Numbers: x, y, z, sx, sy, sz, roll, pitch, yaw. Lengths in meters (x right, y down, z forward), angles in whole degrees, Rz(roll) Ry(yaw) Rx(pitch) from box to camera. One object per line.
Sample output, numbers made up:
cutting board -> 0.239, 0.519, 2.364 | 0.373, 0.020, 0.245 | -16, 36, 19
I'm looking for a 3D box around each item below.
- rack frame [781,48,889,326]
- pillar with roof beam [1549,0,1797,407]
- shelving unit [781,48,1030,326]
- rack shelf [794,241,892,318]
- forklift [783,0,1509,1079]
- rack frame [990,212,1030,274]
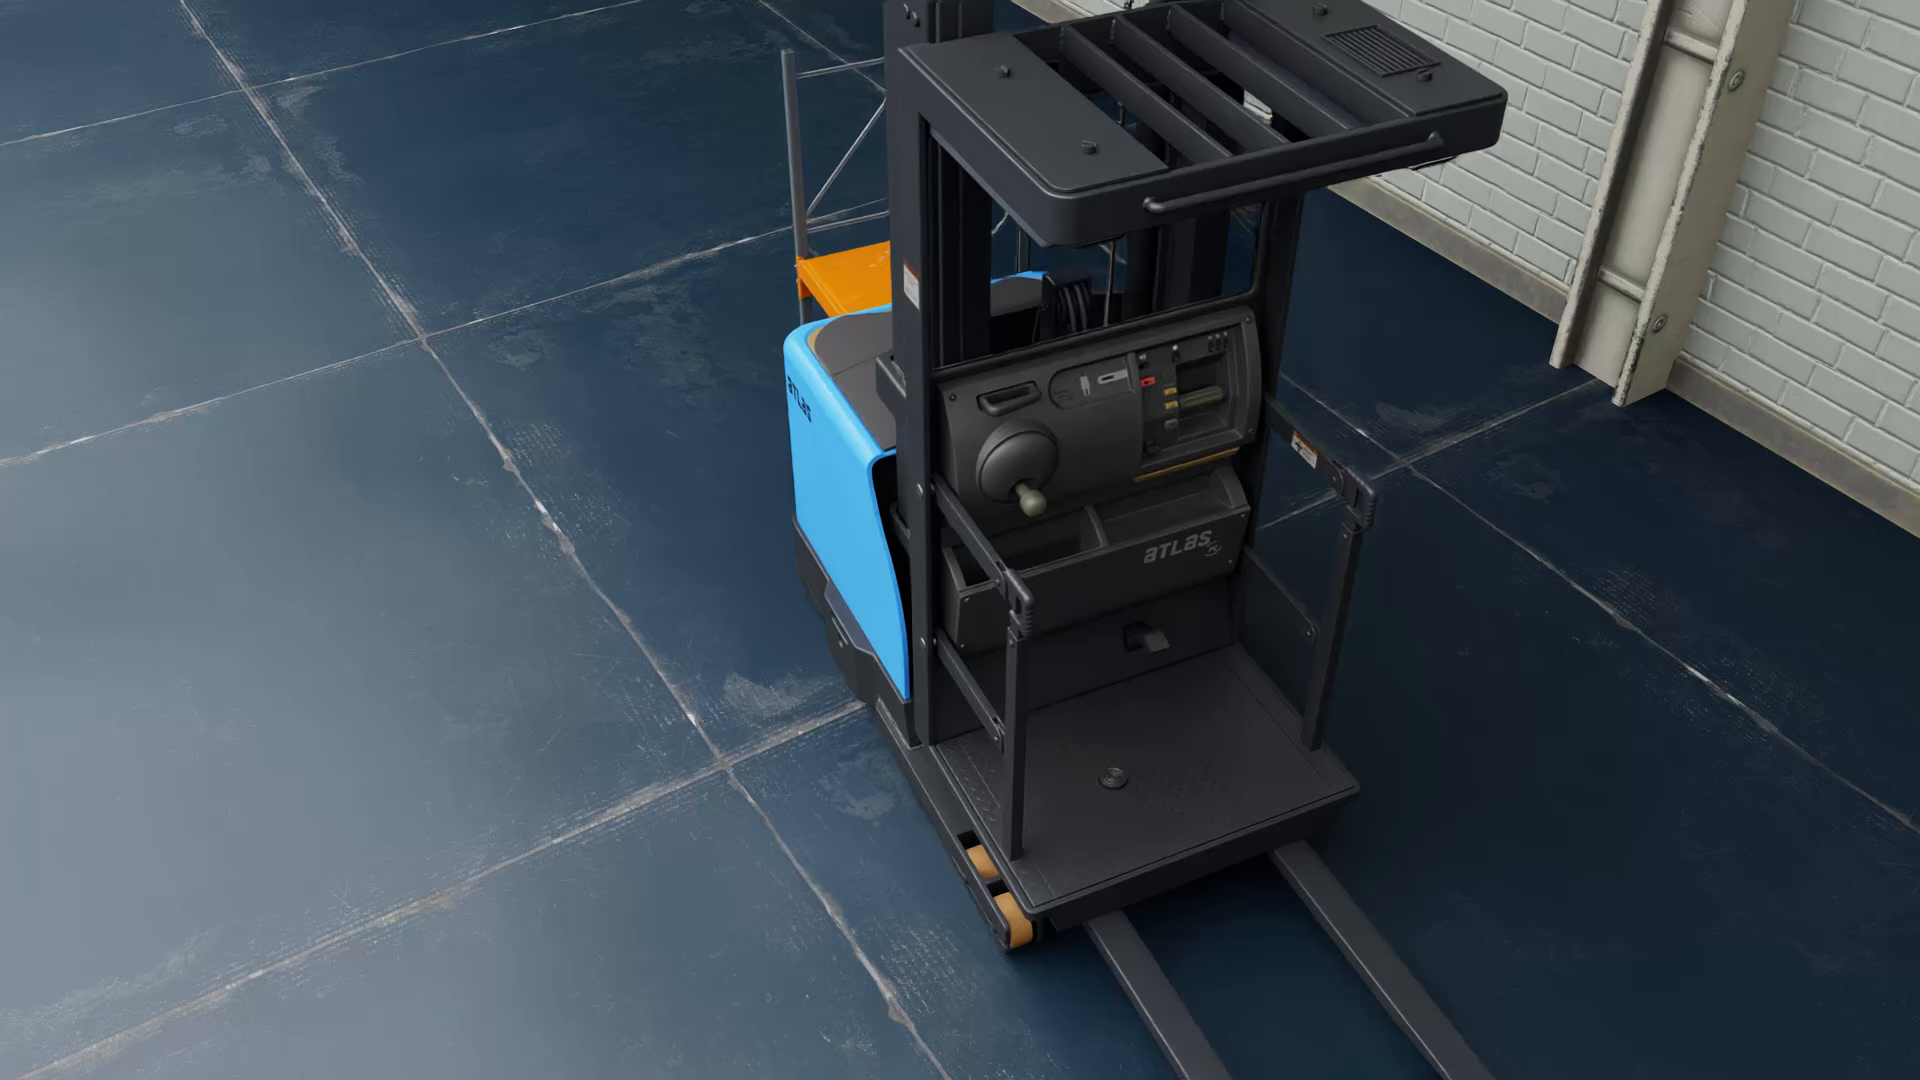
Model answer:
rack frame -> -0.417, -1.261, 6.592 | 0.500, 1.500, 0.032 | -16, 43, -19
pillar with roof beam -> -0.859, -2.685, 2.443 | 9.100, 9.000, 0.400 | -22, 45, -24
shelving unit -> -0.202, -0.960, 6.230 | 0.587, 1.500, 1.083 | -16, 43, -19
rack shelf -> -0.206, -0.827, 6.352 | 0.538, 0.185, 1.000 | -16, 43, -19
forklift -> 0.482, -0.262, 4.275 | 1.130, 2.935, 3.031 | -16, 43, -19
rack frame -> 0.006, -0.669, 5.882 | 0.500, 1.500, 0.032 | -16, 43, -19
